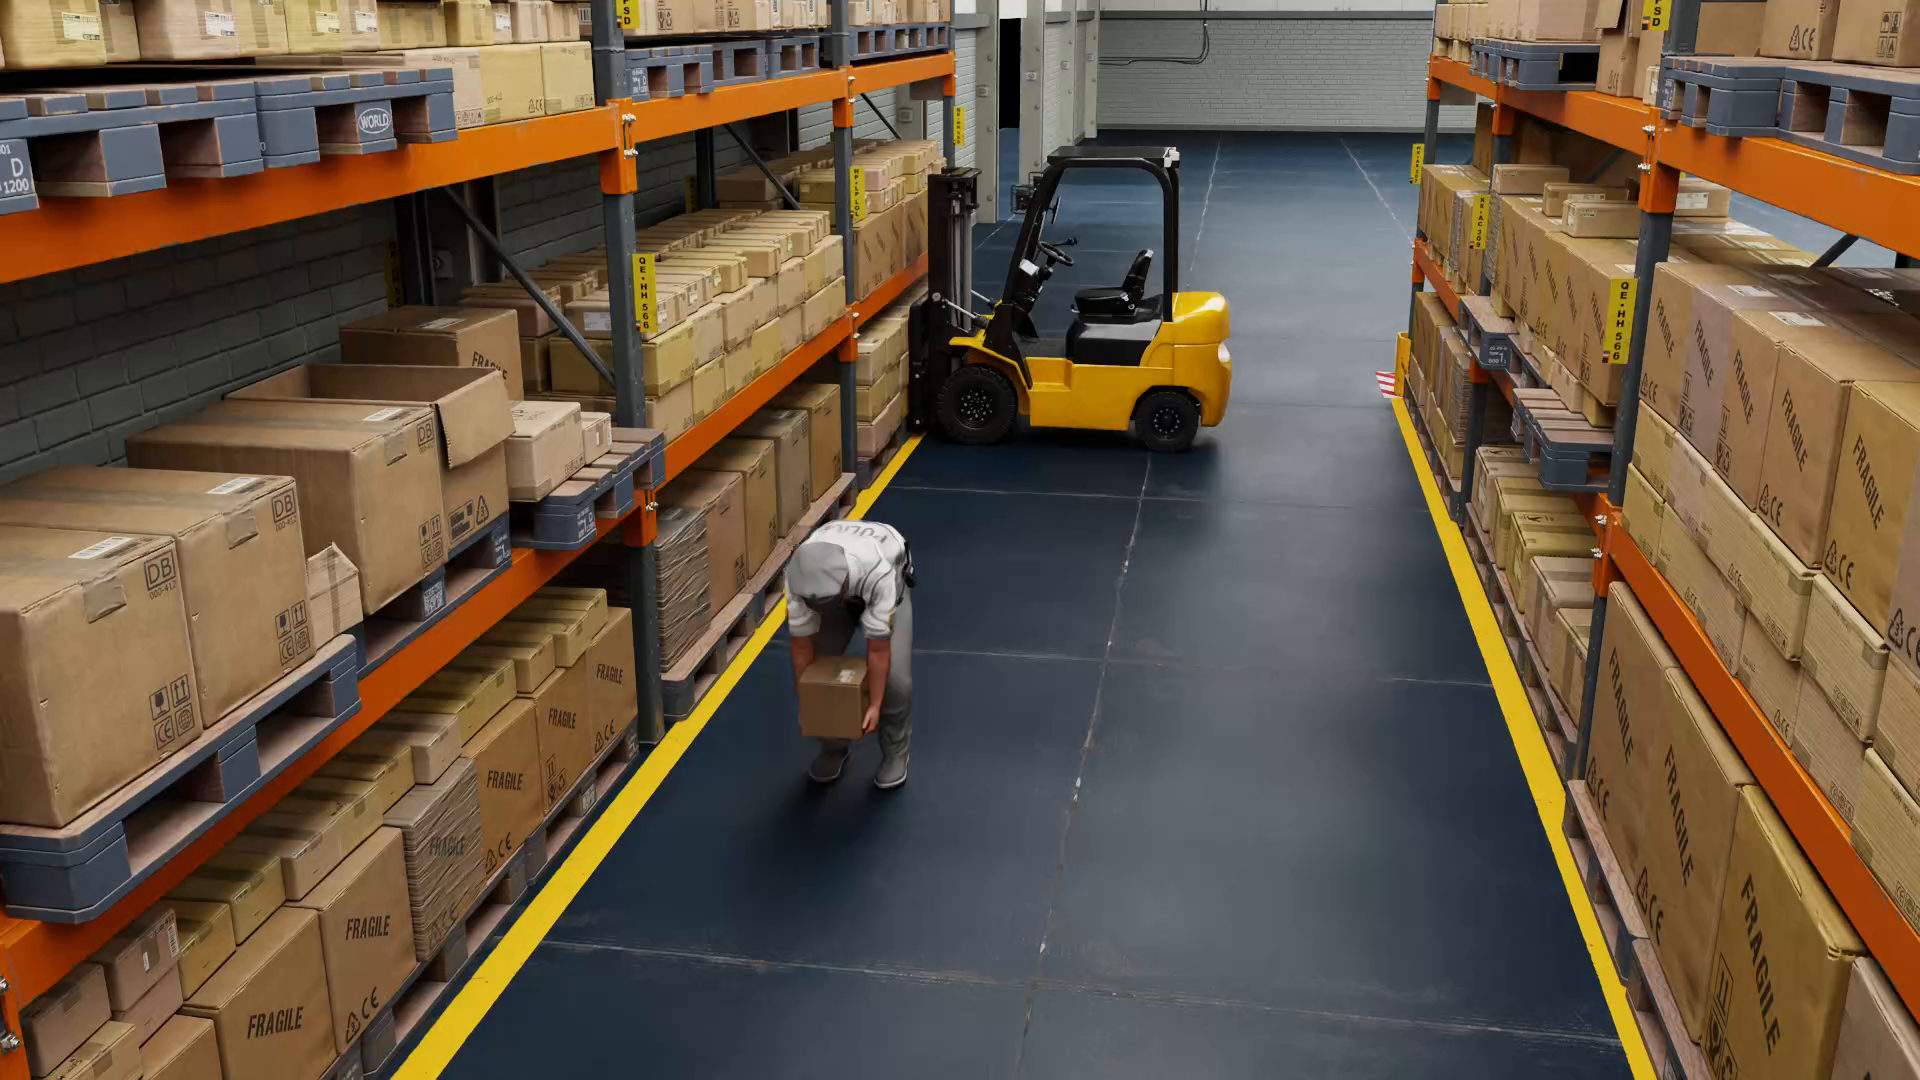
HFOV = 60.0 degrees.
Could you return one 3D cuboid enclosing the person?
[{"bbox_3d":[-0.487,0.509,6.797,0.425,1.242,0.914,4,18,11],"label":"person"}]
